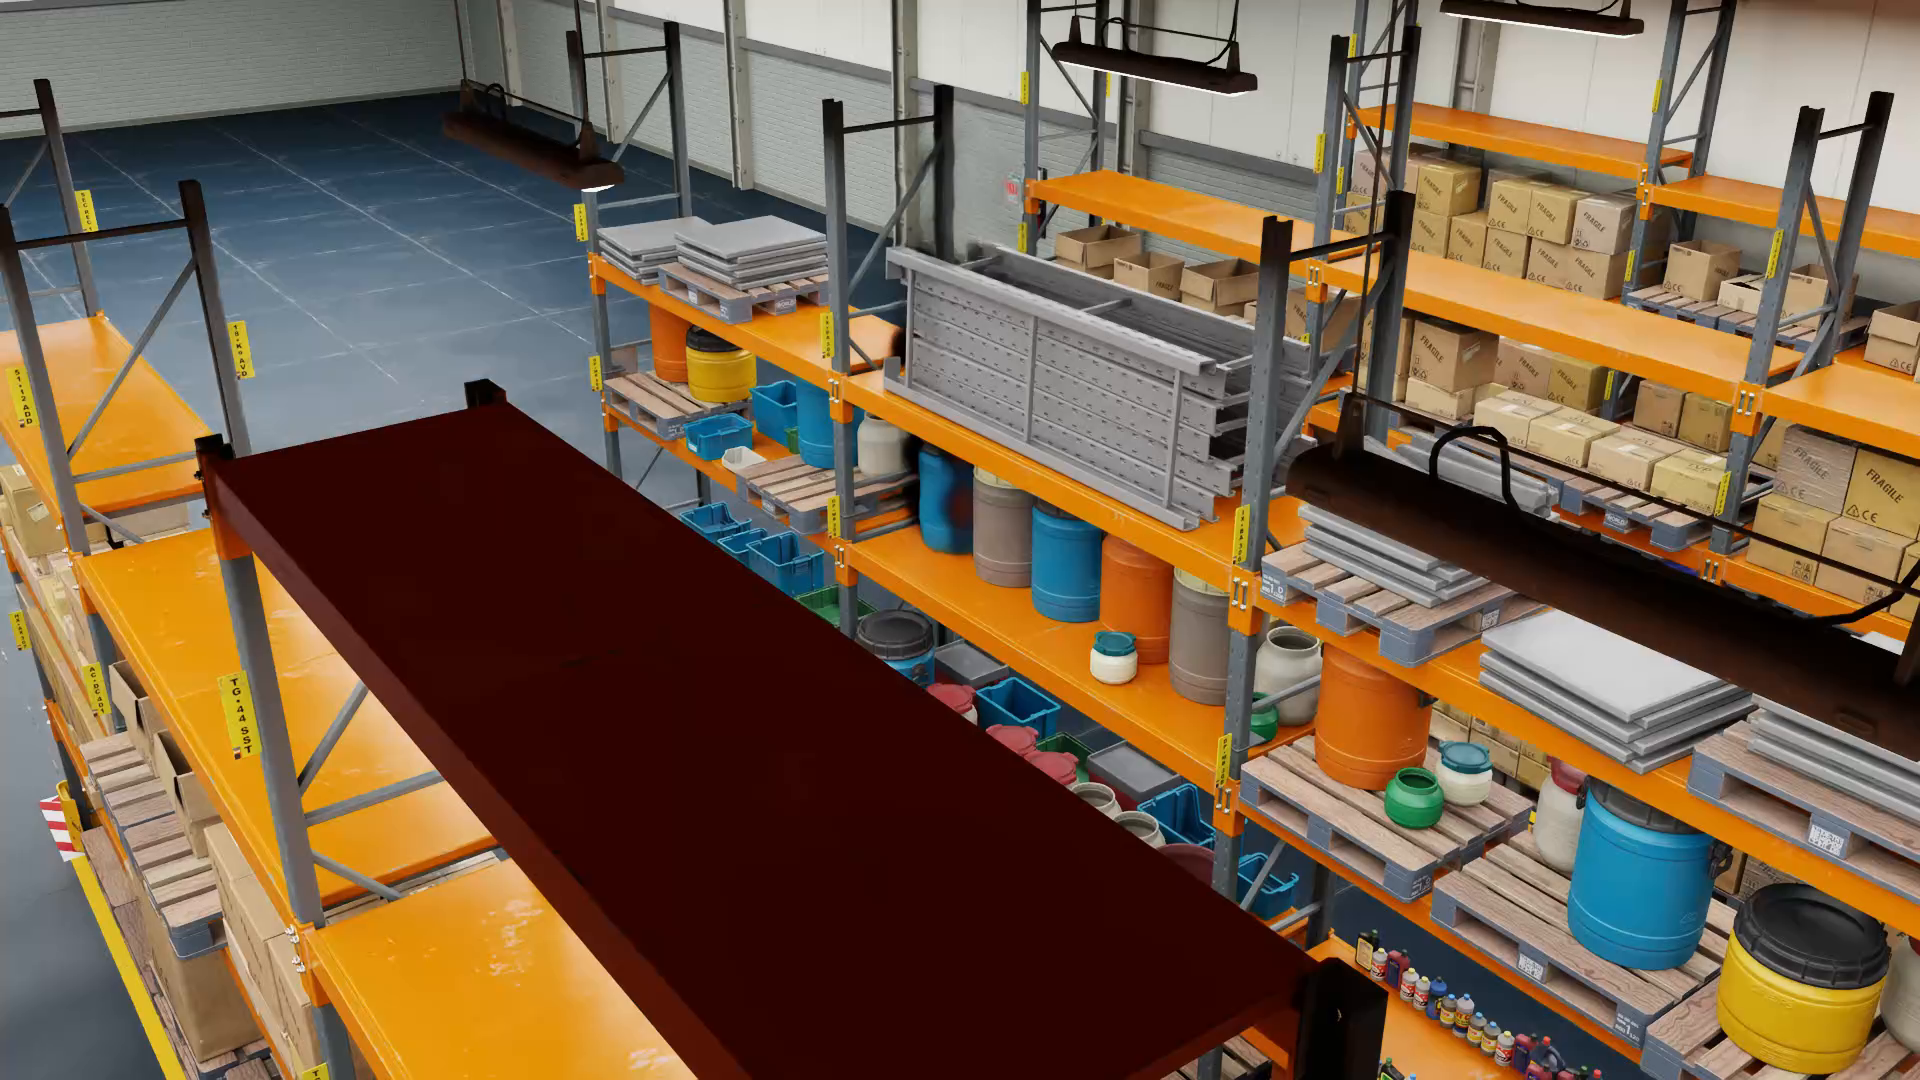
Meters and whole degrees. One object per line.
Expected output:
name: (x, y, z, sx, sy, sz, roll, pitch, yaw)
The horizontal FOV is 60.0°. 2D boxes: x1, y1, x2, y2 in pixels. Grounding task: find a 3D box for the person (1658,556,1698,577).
person: (6.480, 0.694, 15.516, 0.646, 1.626, 0.550, 19, 31, 35)
